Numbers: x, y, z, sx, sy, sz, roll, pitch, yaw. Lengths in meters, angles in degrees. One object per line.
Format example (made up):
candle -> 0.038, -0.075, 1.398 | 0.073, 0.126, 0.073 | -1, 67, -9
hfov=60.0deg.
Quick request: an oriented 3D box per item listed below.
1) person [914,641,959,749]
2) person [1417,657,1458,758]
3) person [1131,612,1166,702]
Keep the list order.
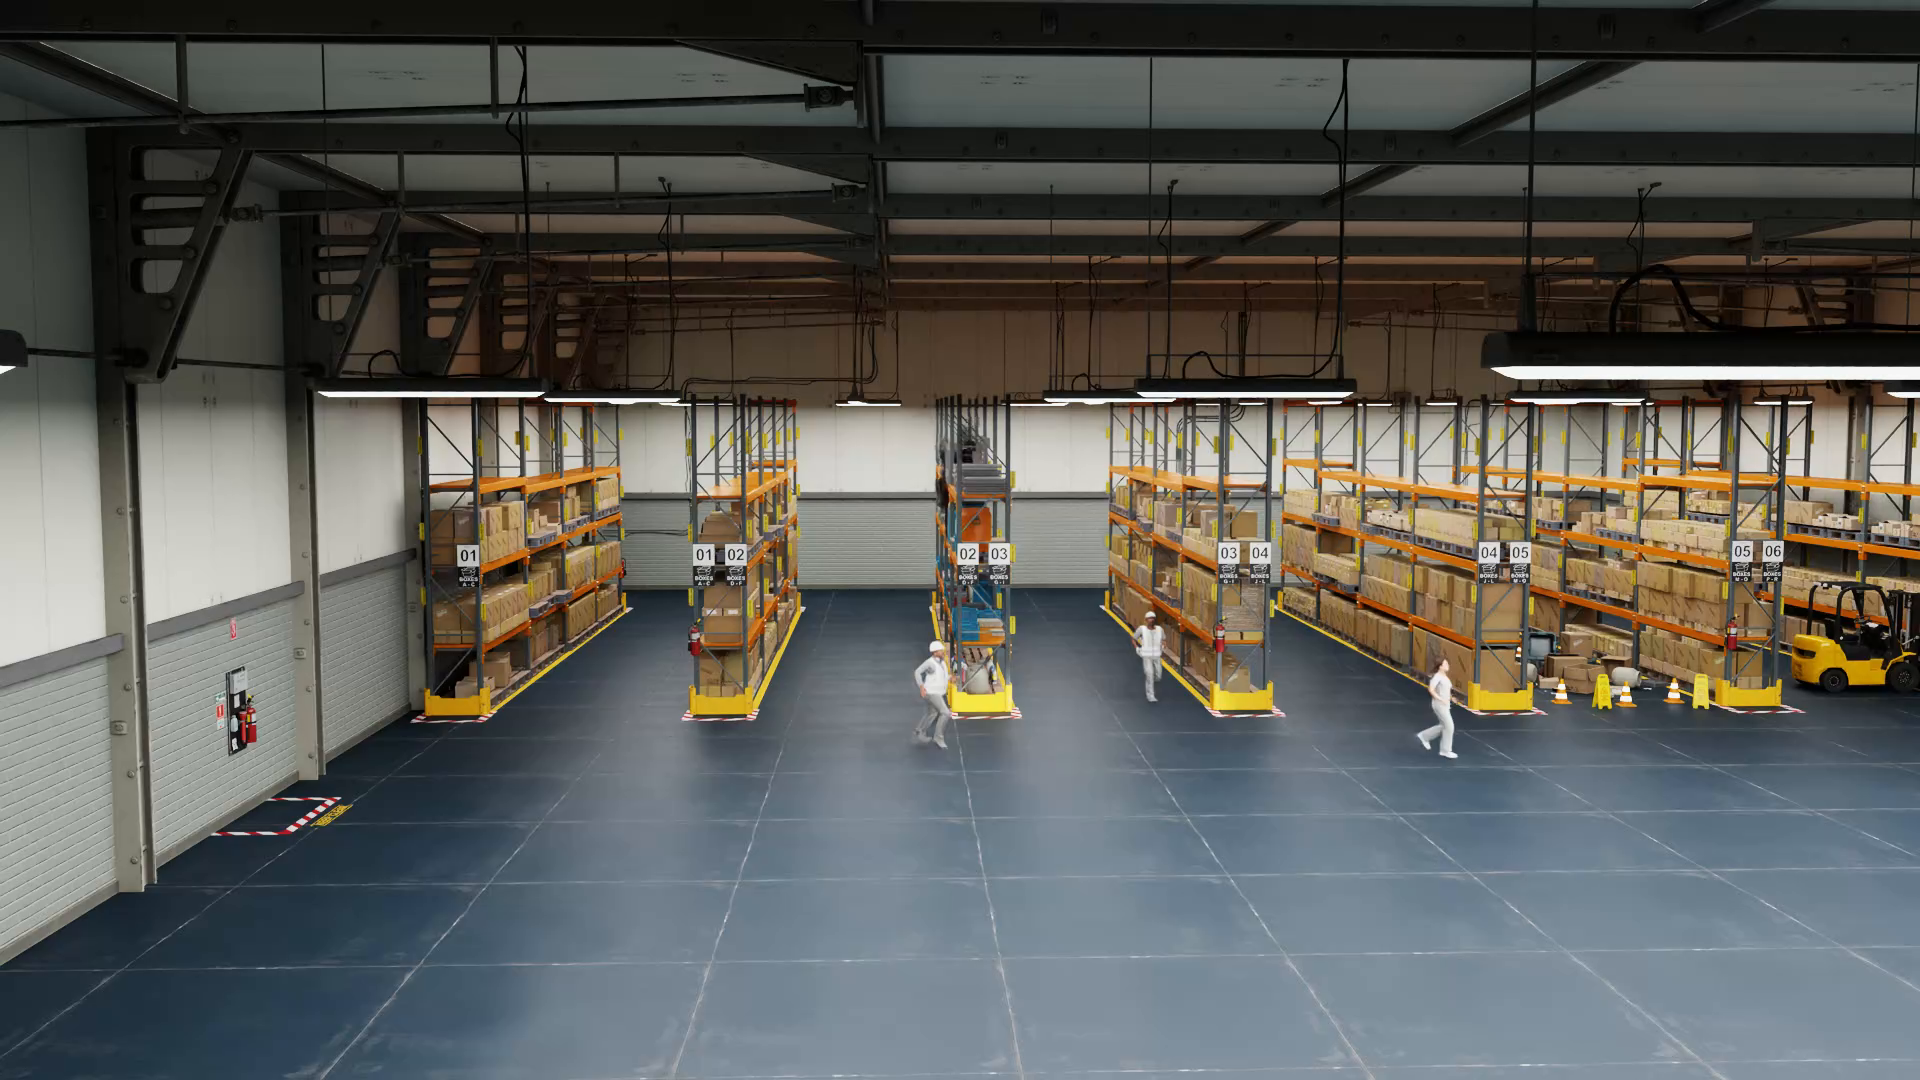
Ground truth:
person -> -0.411, 2.626, 28.185 | 0.834, 1.826, 0.621 | 2, 5, 22
person -> 7.879, 2.747, 27.431 | 0.688, 1.649, 0.574 | 3, 5, 31
person -> 3.733, 2.280, 32.678 | 0.695, 1.749, 0.818 | -1, 5, -12
